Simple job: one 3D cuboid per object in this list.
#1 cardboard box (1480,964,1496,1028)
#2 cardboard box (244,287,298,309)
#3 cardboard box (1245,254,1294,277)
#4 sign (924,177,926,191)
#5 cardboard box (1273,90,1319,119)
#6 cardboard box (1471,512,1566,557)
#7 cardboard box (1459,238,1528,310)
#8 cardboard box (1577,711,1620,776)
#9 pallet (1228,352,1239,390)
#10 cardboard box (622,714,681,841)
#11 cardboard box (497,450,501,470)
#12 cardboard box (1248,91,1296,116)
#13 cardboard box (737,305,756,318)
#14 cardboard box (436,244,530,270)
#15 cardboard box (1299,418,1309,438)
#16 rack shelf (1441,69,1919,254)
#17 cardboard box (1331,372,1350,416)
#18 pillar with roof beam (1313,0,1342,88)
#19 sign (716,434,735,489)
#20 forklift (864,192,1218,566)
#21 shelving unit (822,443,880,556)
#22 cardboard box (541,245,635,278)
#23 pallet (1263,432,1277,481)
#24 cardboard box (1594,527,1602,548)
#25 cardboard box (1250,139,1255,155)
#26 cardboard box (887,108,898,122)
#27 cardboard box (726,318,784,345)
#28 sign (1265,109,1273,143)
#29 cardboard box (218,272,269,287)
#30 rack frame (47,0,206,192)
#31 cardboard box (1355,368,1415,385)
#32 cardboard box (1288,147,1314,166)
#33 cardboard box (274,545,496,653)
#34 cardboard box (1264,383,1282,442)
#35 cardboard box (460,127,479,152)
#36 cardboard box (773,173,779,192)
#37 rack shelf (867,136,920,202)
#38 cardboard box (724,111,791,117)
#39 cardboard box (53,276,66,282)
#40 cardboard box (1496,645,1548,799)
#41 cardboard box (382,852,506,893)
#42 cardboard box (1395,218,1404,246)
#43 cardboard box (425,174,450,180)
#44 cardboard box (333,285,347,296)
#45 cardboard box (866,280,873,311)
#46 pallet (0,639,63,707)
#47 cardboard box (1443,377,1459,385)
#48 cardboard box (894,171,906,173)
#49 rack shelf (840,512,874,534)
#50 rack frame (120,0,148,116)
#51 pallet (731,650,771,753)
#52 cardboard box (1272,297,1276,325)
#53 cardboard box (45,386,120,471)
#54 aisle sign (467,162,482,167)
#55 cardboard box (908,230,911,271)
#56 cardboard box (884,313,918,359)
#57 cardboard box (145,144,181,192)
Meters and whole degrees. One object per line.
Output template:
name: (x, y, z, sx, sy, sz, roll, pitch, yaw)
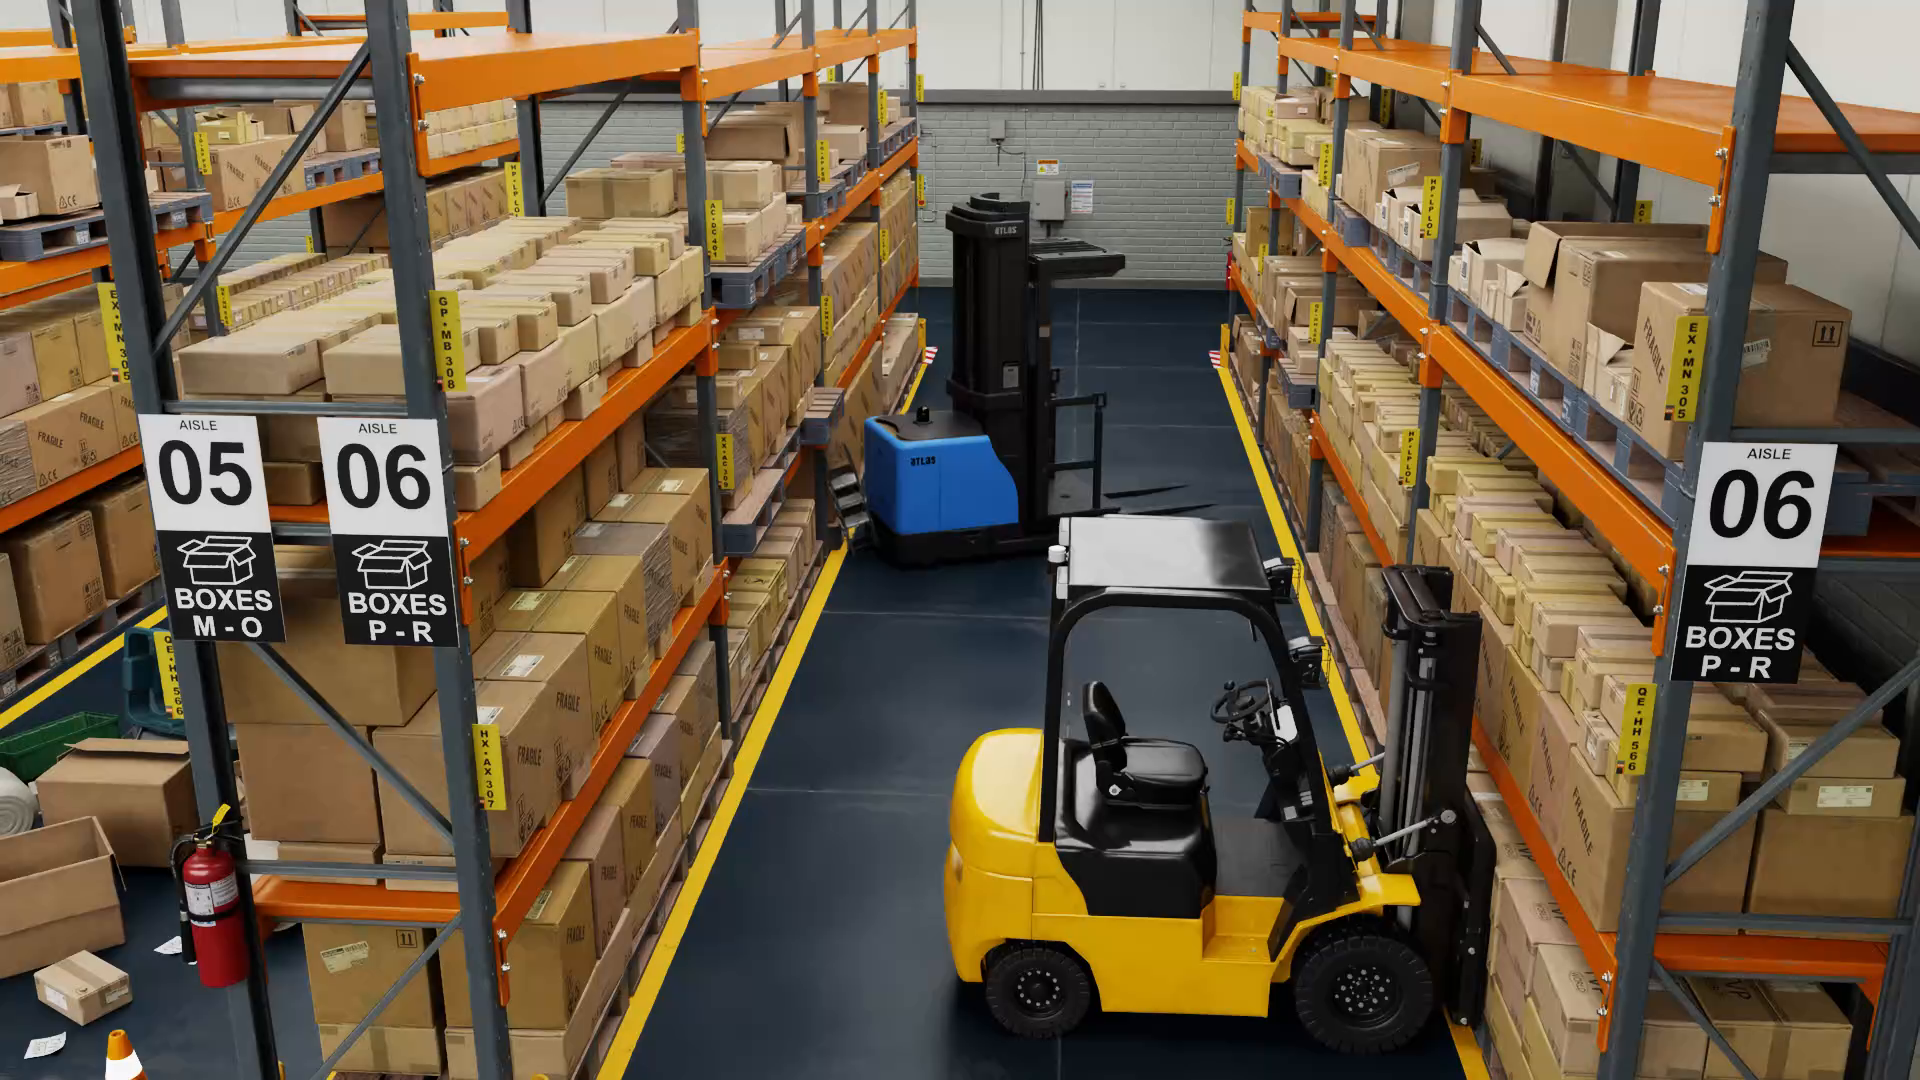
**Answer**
cardboard box: (2.575, 1.946, 7.407, 0.500, 0.250, 0.500, 1, 18, 5)
cardboard box: (-6.254, -2.200, 15.092, 0.380, 0.149, 0.250, 2, 18, 6)
cardboard box: (3.527, -3.129, 18.919, 0.500, 0.250, 0.500, 1, 18, 2)
sign: (-0.701, -5.677, 26.498, 0.327, 0.218, 0.001, 1, 18, 4)
cardboard box: (3.257, -4.231, 16.126, 0.396, 0.266, 0.258, 1, 18, 3)
cardboard box: (2.684, -0.024, 7.998, 0.380, 0.149, 0.250, 1, 18, 3)
cardboard box: (2.750, -1.318, 8.118, 0.500, 0.311, 0.500, 2, 18, 5)
cardboard box: (2.500, 0.752, 6.108, 0.380, 0.149, 0.250, 2, 18, 5)
pallet: (3.851, -2.071, 20.405, 1.003, 0.211, 1.213, 1, 18, 4)
cardboard box: (-1.743, 1.207, 8.460, 0.500, 0.500, 0.500, 2, 18, 7)
cardboard box: (-1.908, -0.293, 6.087, 0.380, 0.149, 0.250, 1, 18, 2)
cardboard box: (3.553, -4.955, 18.869, 0.500, 0.250, 0.500, 1, 18, 3)
cardboard box: (-1.875, -1.546, 13.012, 0.500, 0.500, 0.500, 1, 18, 2)
cardboard box: (-2.277, -1.322, 7.947, 0.380, 0.149, 0.250, 1, 18, 2)
cardboard box: (3.256, -0.987, 14.915, 0.380, 0.149, 0.250, 1, 18, 3)
rack shelf: (2.910, -1.638, 6.769, 1.077, 0.370, 4.000, 1, 18, 4)
cardboard box: (3.027, -1.061, 12.283, 0.500, 0.250, 0.500, 2, 18, 6)
pillar with roof beam: (0.712, -7.432, 22.652, 9.100, 9.000, 0.400, 1, 18, 4)
sign: (-1.357, -0.452, 9.594, 0.100, 0.325, 0.005, 1, 18, 4)
forklift: (0.740, -1.441, 14.113, 3.031, 2.935, 1.130, -6, 19, -19)
shelving unit: (-0.925, -0.335, 13.909, 0.258, 0.900, 0.210, -19, 23, -6)
cardboard box: (-1.762, -1.308, 7.903, 0.380, 0.149, 0.250, 1, 18, 3)
pallet: (3.606, -0.847, 16.668, 1.003, 0.211, 1.213, 1, 18, 4)
cardboard box: (3.272, -0.013, 7.966, 0.380, 0.149, 0.250, 1, 18, 3)
cardboard box: (3.452, -4.406, 18.638, 0.380, 0.149, 0.250, 1, 18, 4)
cardboard box: (-0.931, -5.057, 19.789, 0.380, 0.149, 0.250, 0, 18, 0)
cardboard box: (-1.447, -1.475, 11.752, 0.380, 0.149, 0.250, 0, 18, 1)
sign: (3.085, -4.106, 16.489, 0.100, 0.325, 0.005, 1, 18, 4)
cardboard box: (-6.848, -2.463, 15.897, 0.380, 0.149, 0.250, 2, 18, 6)
rack frame: (-6.556, -4.222, 12.858, 1.000, 3.000, 0.127, 1, 18, 4)
cardboard box: (3.018, -1.123, 11.830, 0.380, 0.149, 0.250, 1, 18, 5)
cardboard box: (3.124, -3.416, 14.783, 0.380, 0.149, 0.250, 2, 18, 5)
cardboard box: (-2.322, 0.208, 6.728, 0.700, 0.500, 0.500, 1, 18, 4)
cardboard box: (3.367, -1.292, 16.888, 0.500, 0.500, 0.500, 2, 18, 6)
cardboard box: (-5.848, -4.585, 19.023, 0.500, 0.250, 0.500, 2, 18, 6)
cardboard box: (-1.692, -2.293, 11.619, 0.797, 0.503, 0.637, 1, 18, 4)
rack shelf: (-1.181, -4.240, 18.882, 1.077, 0.370, 4.000, 1, 18, 4)
cardboard box: (-1.774, -3.519, 14.693, 0.500, 0.500, 0.500, 1, 18, 4)
cardboard box: (-10.764, -3.124, 19.542, 0.380, 0.149, 0.250, 1, 18, 5)
cardboard box: (2.622, 0.775, 7.079, 0.500, 0.500, 0.500, 1, 18, 3)
cardboard box: (-1.954, 1.211, 6.315, 0.380, 0.149, 0.250, 1, 18, 4)
cardboard box: (2.829, -1.842, 9.978, 0.380, 0.149, 0.250, 1, 18, 4)
cardboard box: (-6.369, -4.069, 19.779, 0.500, 0.500, 0.500, 1, 18, 3)
cardboard box: (-6.174, -2.383, 16.129, 0.380, 0.149, 0.250, 0, 18, 1)
cardboard box: (-1.142, -2.403, 16.379, 0.500, 0.250, 0.500, 2, 18, 5)
pallet: (-6.863, 0.954, 11.171, 1.003, 0.211, 1.213, 1, 18, 4)
cardboard box: (3.552, -1.034, 11.558, 0.380, 0.149, 0.250, 1, 18, 3)
cardboard box: (-0.858, -4.413, 20.265, 0.380, 0.149, 0.250, 2, 18, 5)
rack shelf: (-0.869, -0.146, 13.991, 0.258, 0.077, 0.200, -19, 23, -6)
rack frame: (-10.923, -6.849, 20.874, 1.000, 3.000, 0.127, 1, 18, 4)
pallet: (-1.844, 1.033, 10.931, 1.003, 0.211, 1.213, 1, 18, 4)
cardboard box: (3.144, -2.138, 15.672, 0.396, 0.266, 0.258, 2, 18, 7)
cardboard box: (-6.426, -0.804, 11.898, 0.500, 0.500, 0.500, 2, 18, 5)
aisle sign: (-6.277, -5.121, 21.059, 0.394, 0.787, 0.004, 1, 18, 4)
cardboard box: (-0.860, -3.513, 20.168, 0.500, 0.500, 0.500, 1, 18, 3)
cardboard box: (-0.986, -2.552, 20.834, 0.875, 0.438, 0.875, 1, 18, 2)
cardboard box: (-6.769, -3.028, 13.868, 0.500, 0.500, 0.500, 1, 18, 4)
